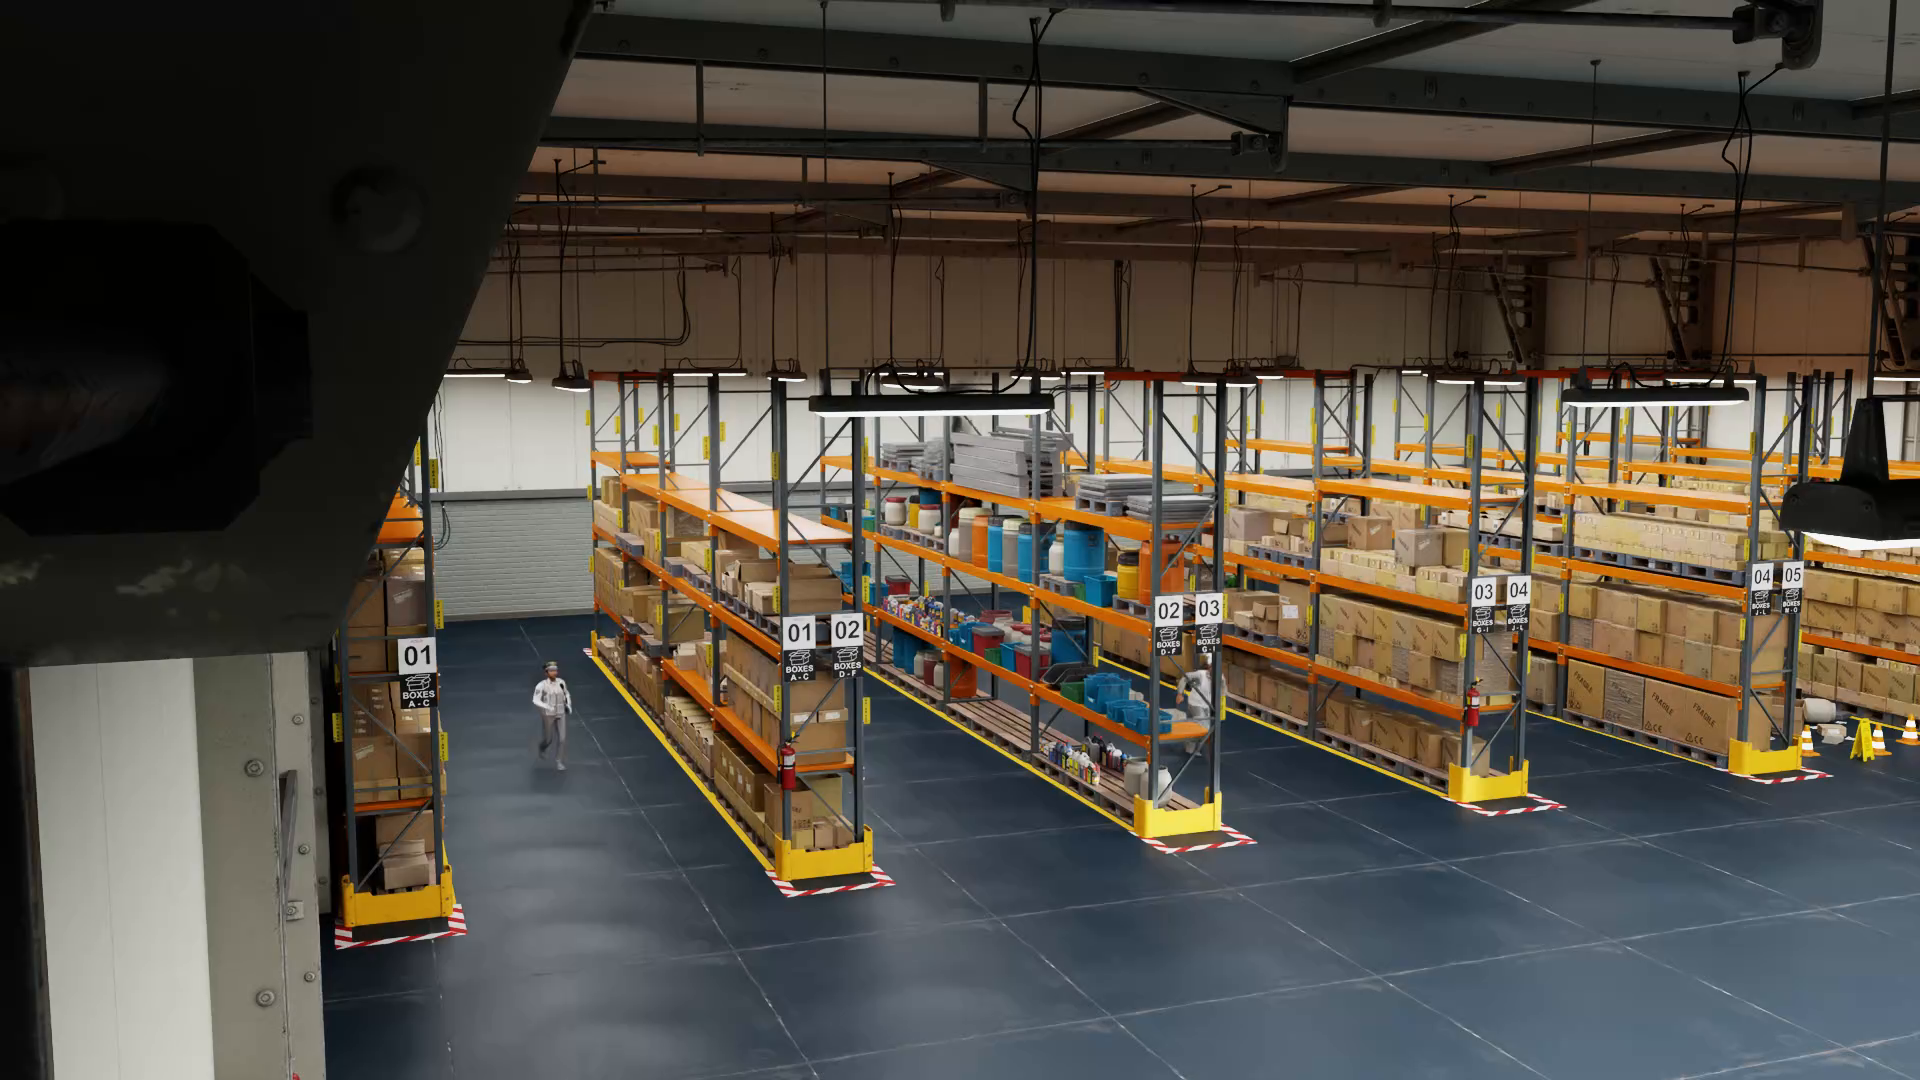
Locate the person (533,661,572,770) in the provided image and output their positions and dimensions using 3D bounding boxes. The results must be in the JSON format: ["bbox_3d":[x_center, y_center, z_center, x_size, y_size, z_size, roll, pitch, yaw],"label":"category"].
[{"bbox_3d":[-6.232,2.665,25.485,0.625,1.654,0.724,-4,8,-33],"label":"person"}]

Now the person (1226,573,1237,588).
[{"bbox_3d":[6.921,0.836,41.606,0.536,1.720,0.714,2,7,19],"label":"person"}]

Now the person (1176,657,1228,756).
[{"bbox_3d":[3.846,2.622,26.163,0.723,1.674,0.764,-4,7,-29],"label":"person"}]
